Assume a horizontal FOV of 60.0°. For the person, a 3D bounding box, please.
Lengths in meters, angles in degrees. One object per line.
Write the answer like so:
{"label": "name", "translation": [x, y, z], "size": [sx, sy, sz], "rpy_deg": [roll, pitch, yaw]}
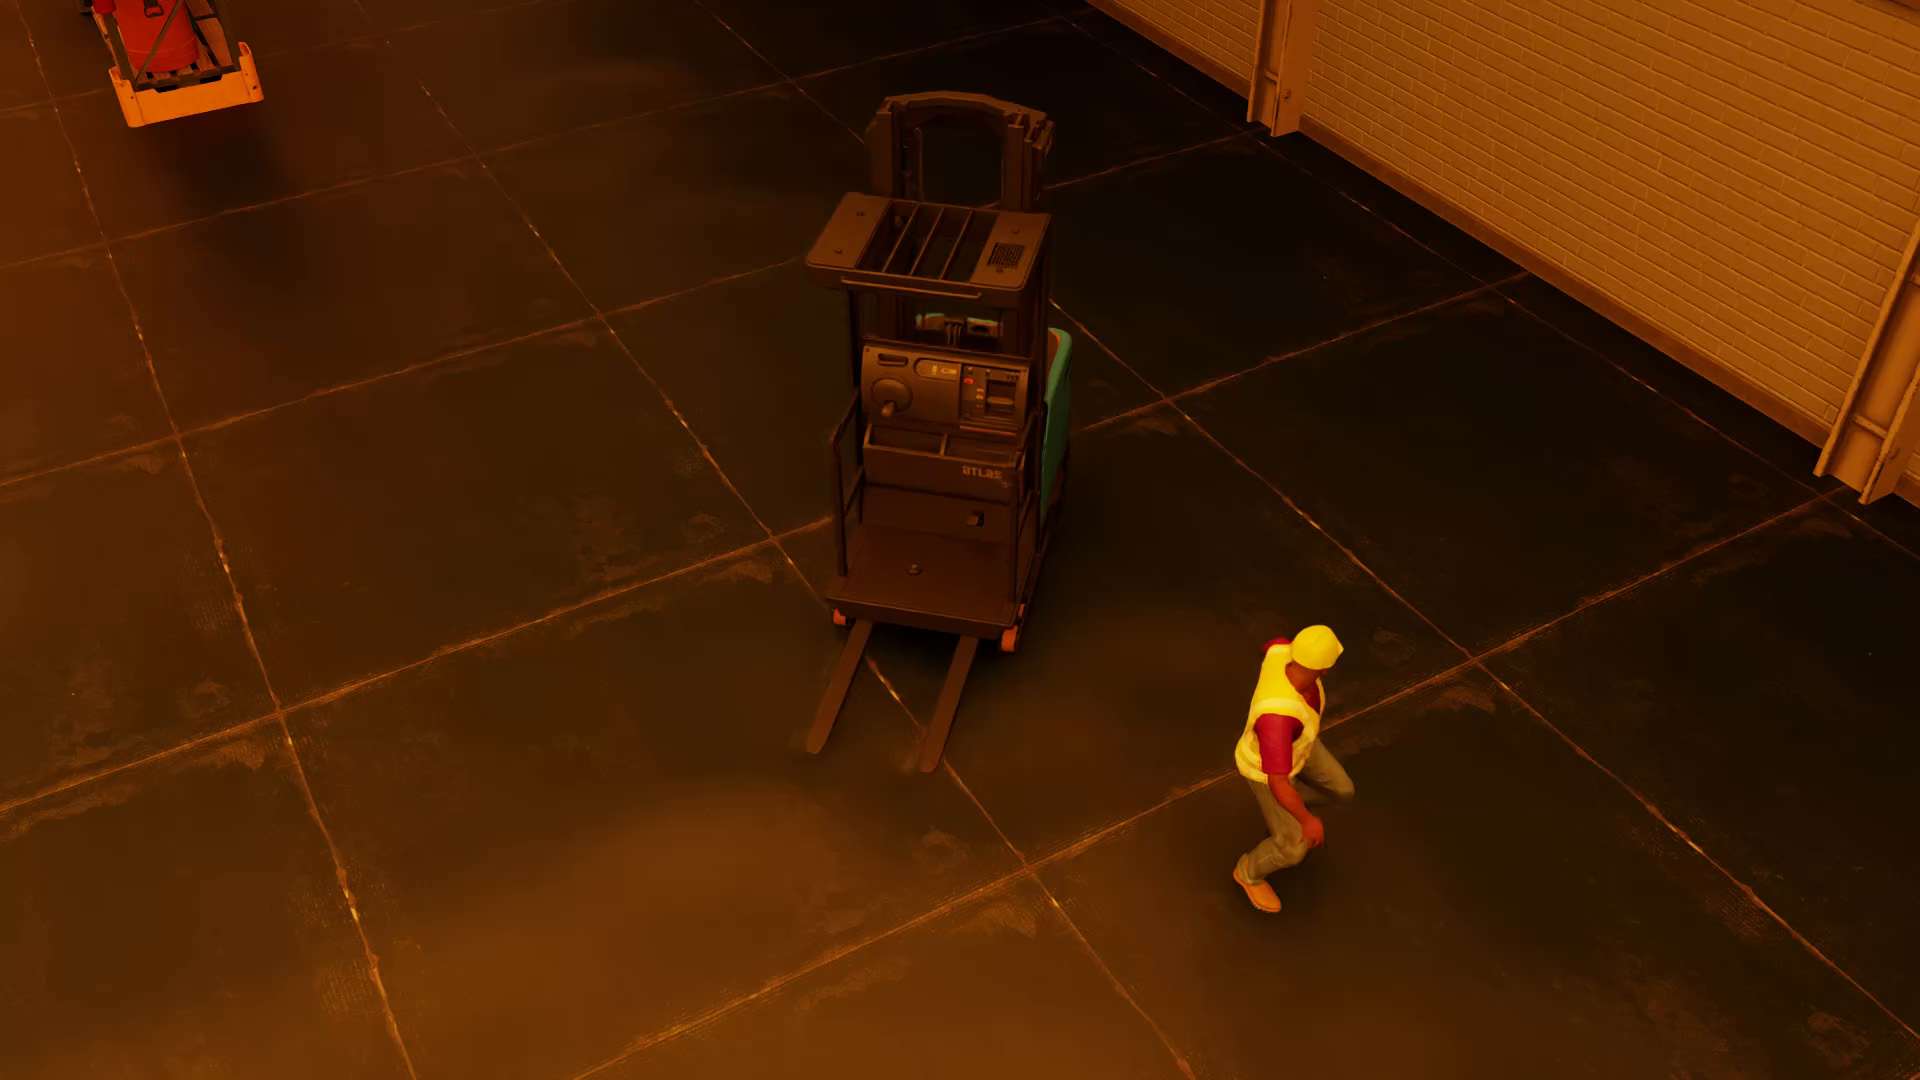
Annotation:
{"label": "person", "translation": [1.566, 1.012, 7.823], "size": [0.621, 1.664, 0.859], "rpy_deg": [22, 45, 25]}

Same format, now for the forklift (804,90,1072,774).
{"label": "forklift", "translation": [-0.131, -0.749, 8.939], "size": [1.130, 2.935, 3.031], "rpy_deg": [8, 40, 10]}
